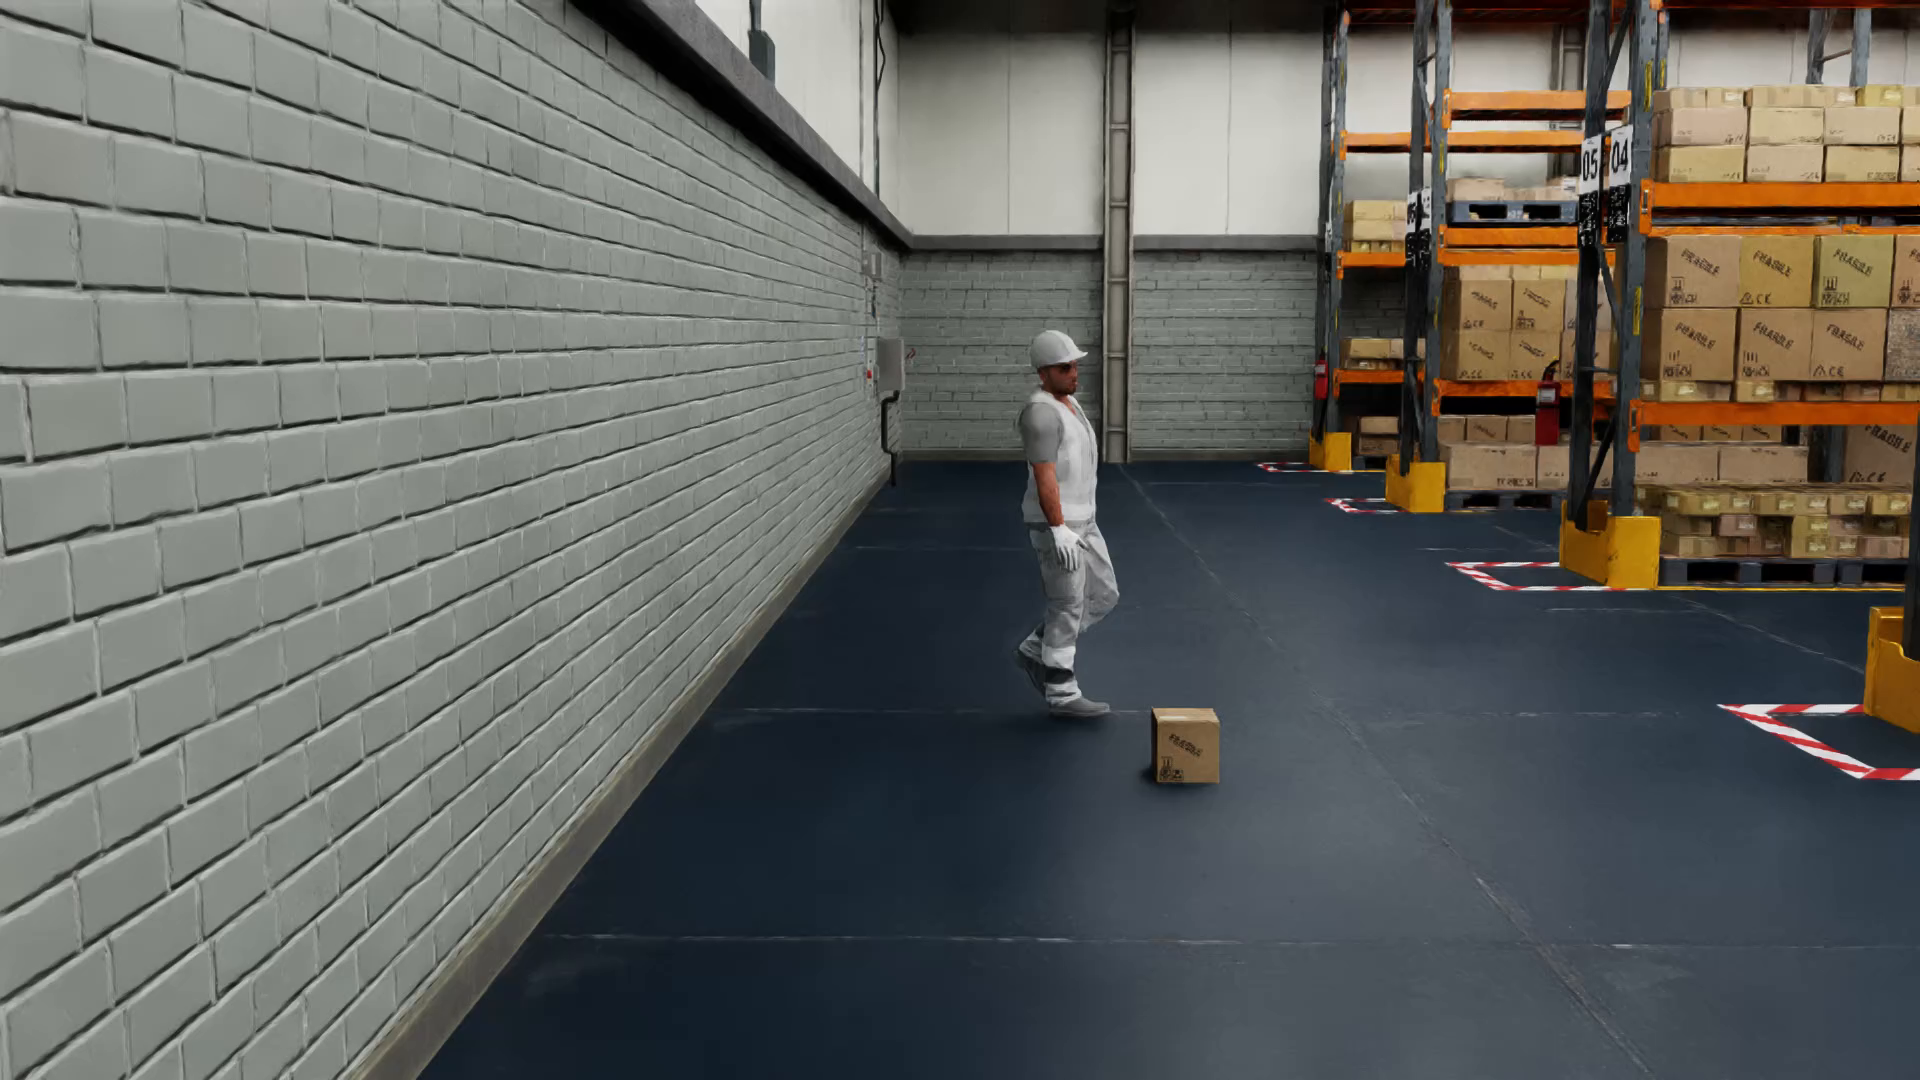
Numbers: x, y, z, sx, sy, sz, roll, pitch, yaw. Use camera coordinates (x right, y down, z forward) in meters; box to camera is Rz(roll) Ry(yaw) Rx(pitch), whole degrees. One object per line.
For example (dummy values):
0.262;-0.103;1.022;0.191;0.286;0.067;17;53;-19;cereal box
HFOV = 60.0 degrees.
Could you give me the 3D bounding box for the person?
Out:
0.441;-0.062;7.569;0.508;1.772;0.566;2;8;18;person
